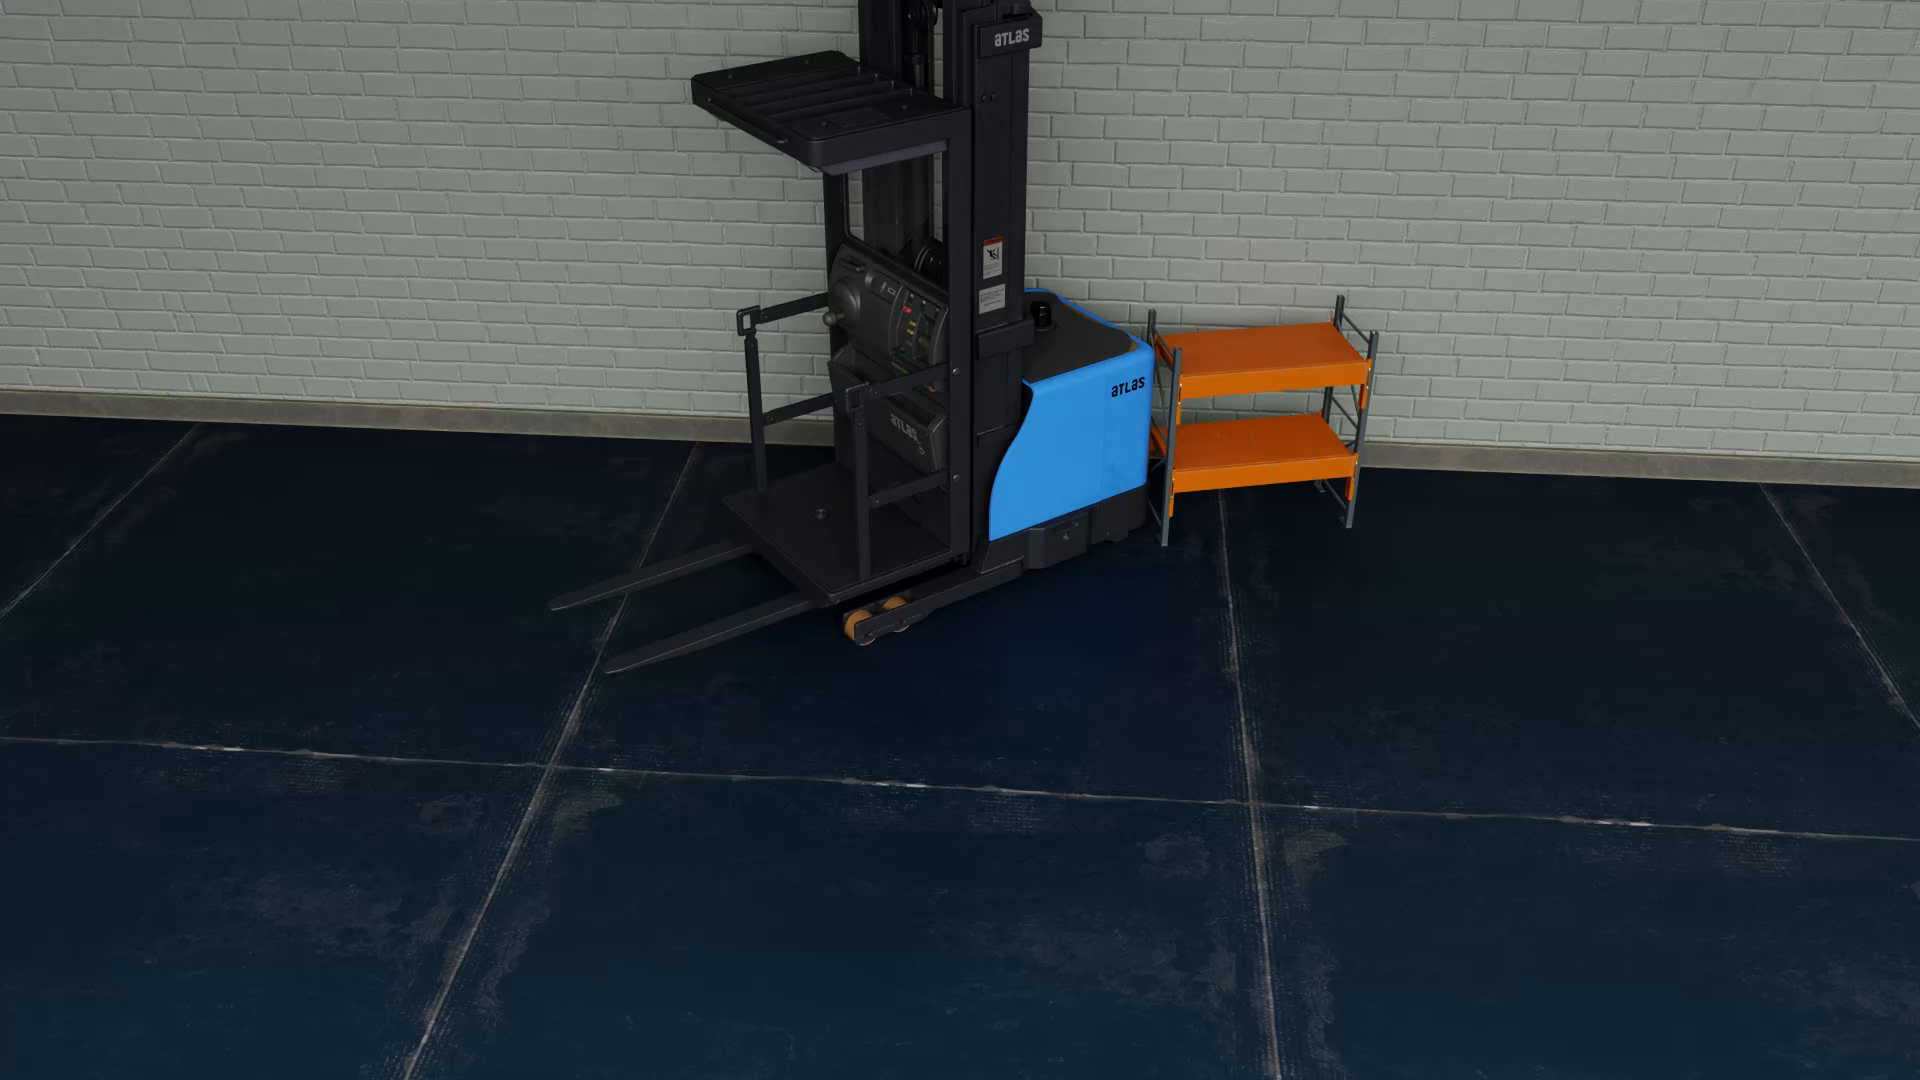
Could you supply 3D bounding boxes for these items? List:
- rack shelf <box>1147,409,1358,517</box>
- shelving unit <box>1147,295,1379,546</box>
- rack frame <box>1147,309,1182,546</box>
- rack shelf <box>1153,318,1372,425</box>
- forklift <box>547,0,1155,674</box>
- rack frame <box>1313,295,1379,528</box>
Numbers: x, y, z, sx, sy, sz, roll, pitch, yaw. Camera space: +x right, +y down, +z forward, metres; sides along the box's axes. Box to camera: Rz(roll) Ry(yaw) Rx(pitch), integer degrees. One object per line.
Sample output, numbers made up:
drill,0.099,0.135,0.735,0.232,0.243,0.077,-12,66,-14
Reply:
rack shelf,1.526,-0.416,8.818,1.000,0.278,0.538,-5,32,-9
shelving unit,1.526,-0.624,8.690,1.048,1.125,0.538,-5,32,-9
rack frame,1.026,-0.576,8.613,0.032,1.125,0.500,-5,32,-9
rack shelf,1.526,-0.873,8.537,1.000,0.278,0.538,-5,32,-9
forklift,-0.514,-1.062,7.679,3.031,2.935,1.130,-20,37,-29
rack frame,2.026,-0.671,8.767,0.032,1.125,0.500,-5,32,-9
